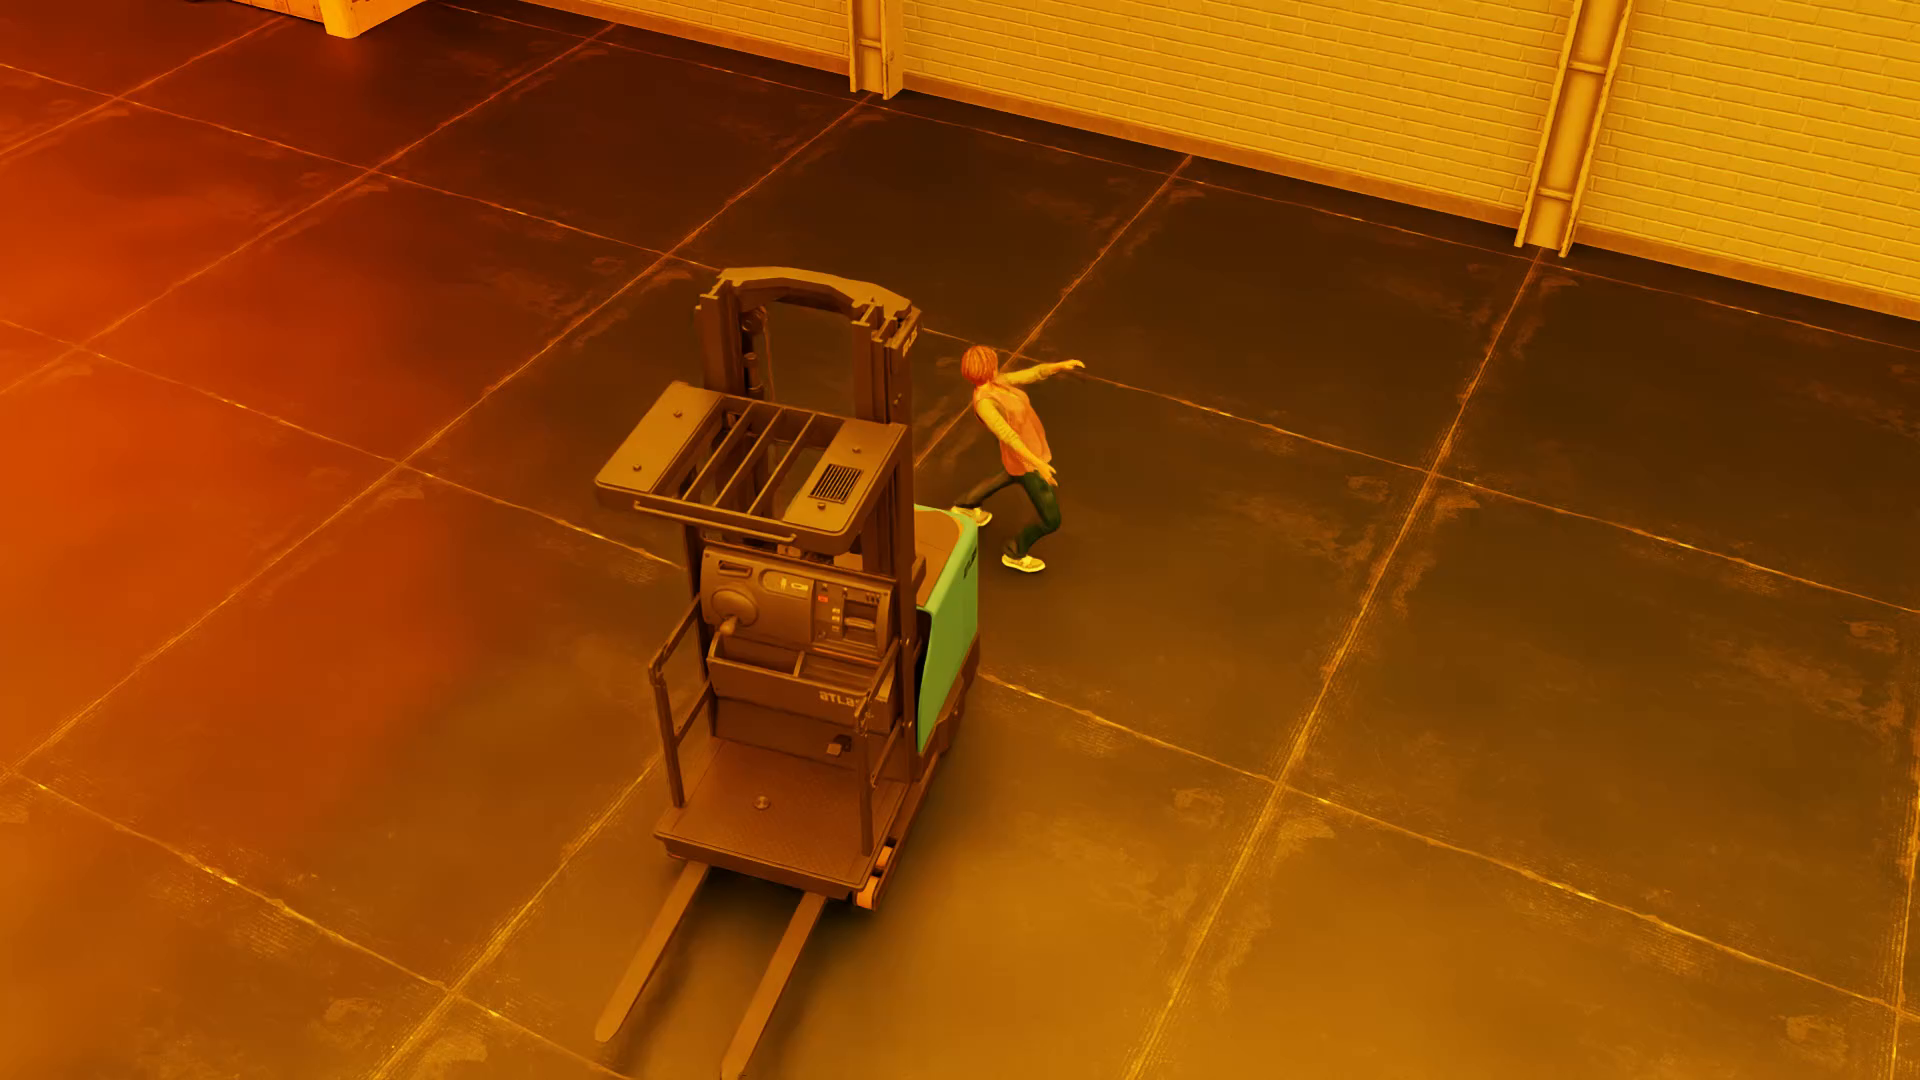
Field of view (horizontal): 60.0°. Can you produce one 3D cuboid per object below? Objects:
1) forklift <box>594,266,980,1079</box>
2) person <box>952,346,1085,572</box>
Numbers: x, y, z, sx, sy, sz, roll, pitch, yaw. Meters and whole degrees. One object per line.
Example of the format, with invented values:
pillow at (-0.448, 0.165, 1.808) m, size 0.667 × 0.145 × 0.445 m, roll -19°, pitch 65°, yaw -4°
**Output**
forklift at (-0.827, 0.384, 7.531) m, size 1.130 × 2.935 × 3.031 m, roll 12°, pitch 42°, yaw 14°
person at (0.368, -0.409, 9.661) m, size 0.710 × 1.387 × 0.892 m, roll -7°, pitch 41°, yaw -8°
